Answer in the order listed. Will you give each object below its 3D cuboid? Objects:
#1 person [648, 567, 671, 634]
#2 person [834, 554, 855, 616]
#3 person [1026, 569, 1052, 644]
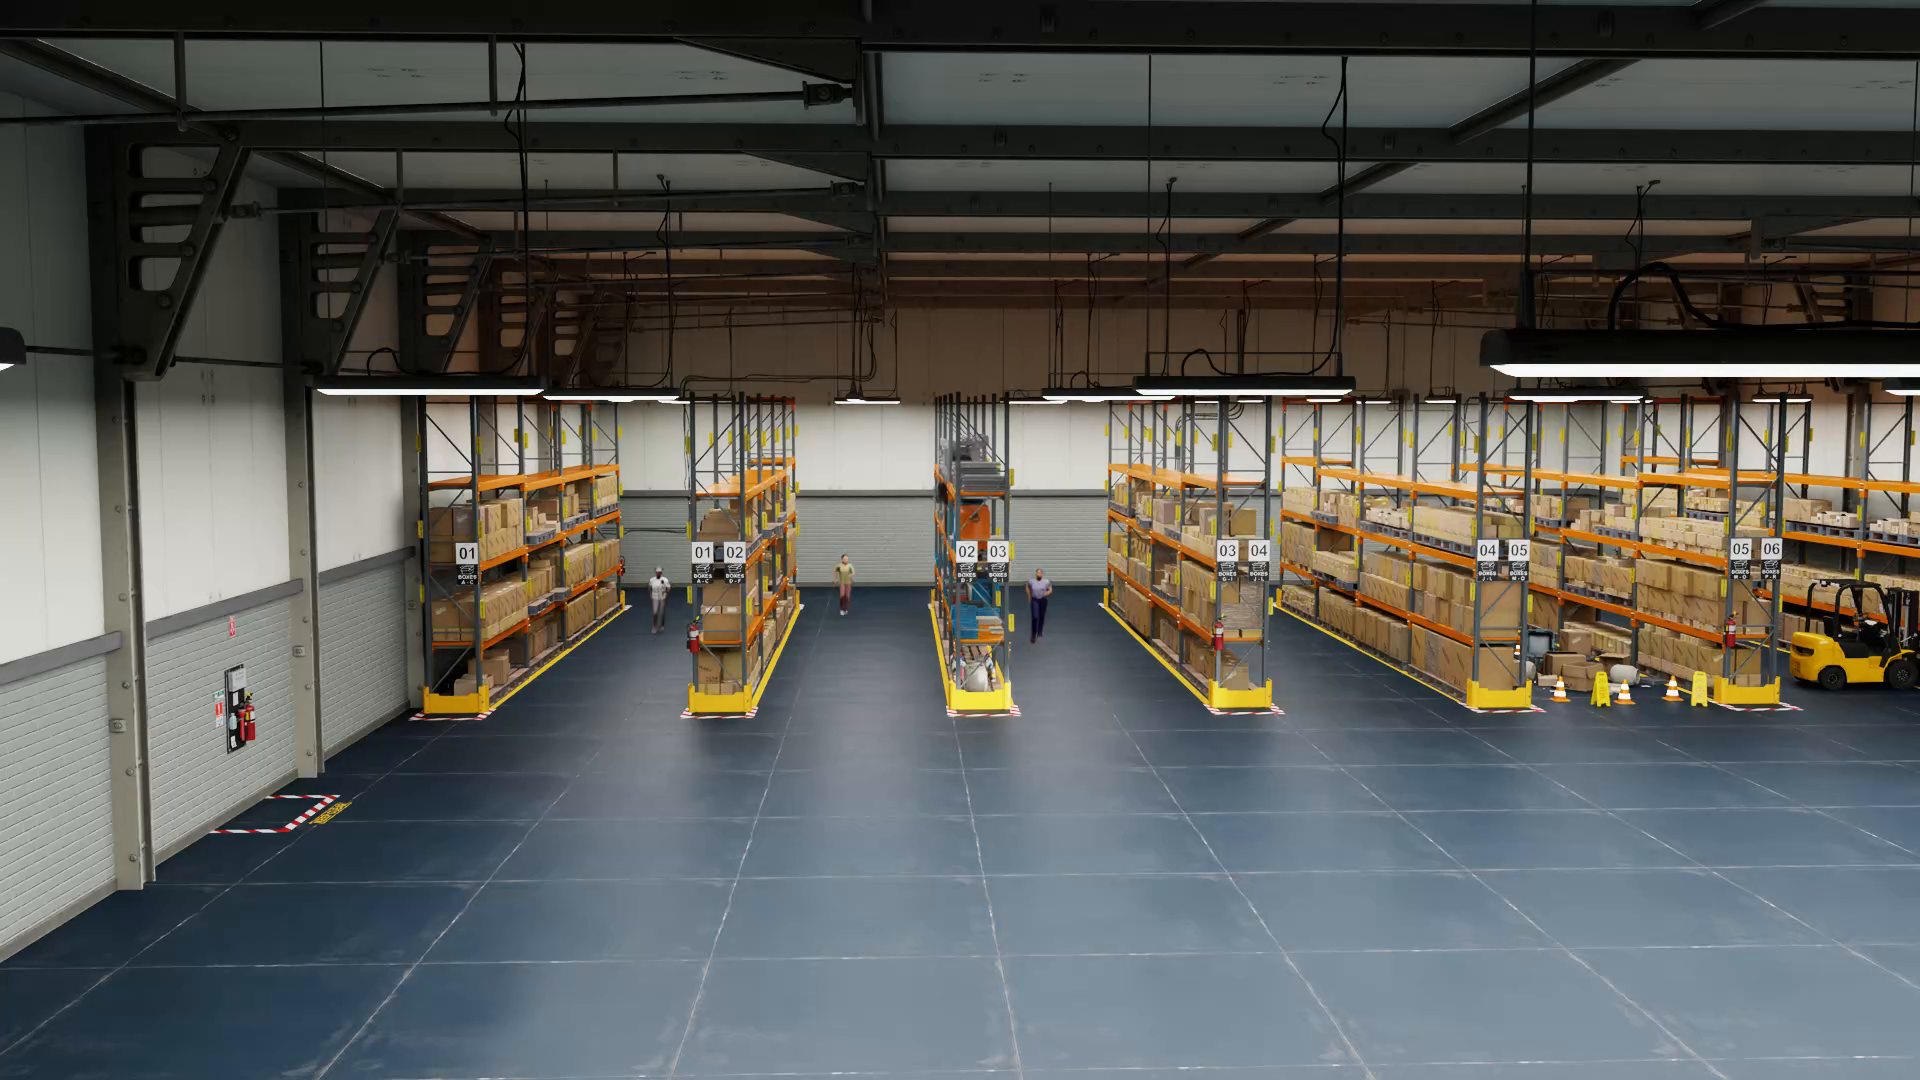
[{"bbox_3d":[-7.587,1.528,41.998,0.582,1.726,0.711,0,5,-6],"label":"person"},{"bbox_3d":[-3.162,1.236,45.620,0.555,1.689,0.689,-1,5,-12],"label":"person"},{"bbox_3d":[1.866,1.537,38.889,0.594,1.749,0.686,0,5,-6],"label":"person"}]
